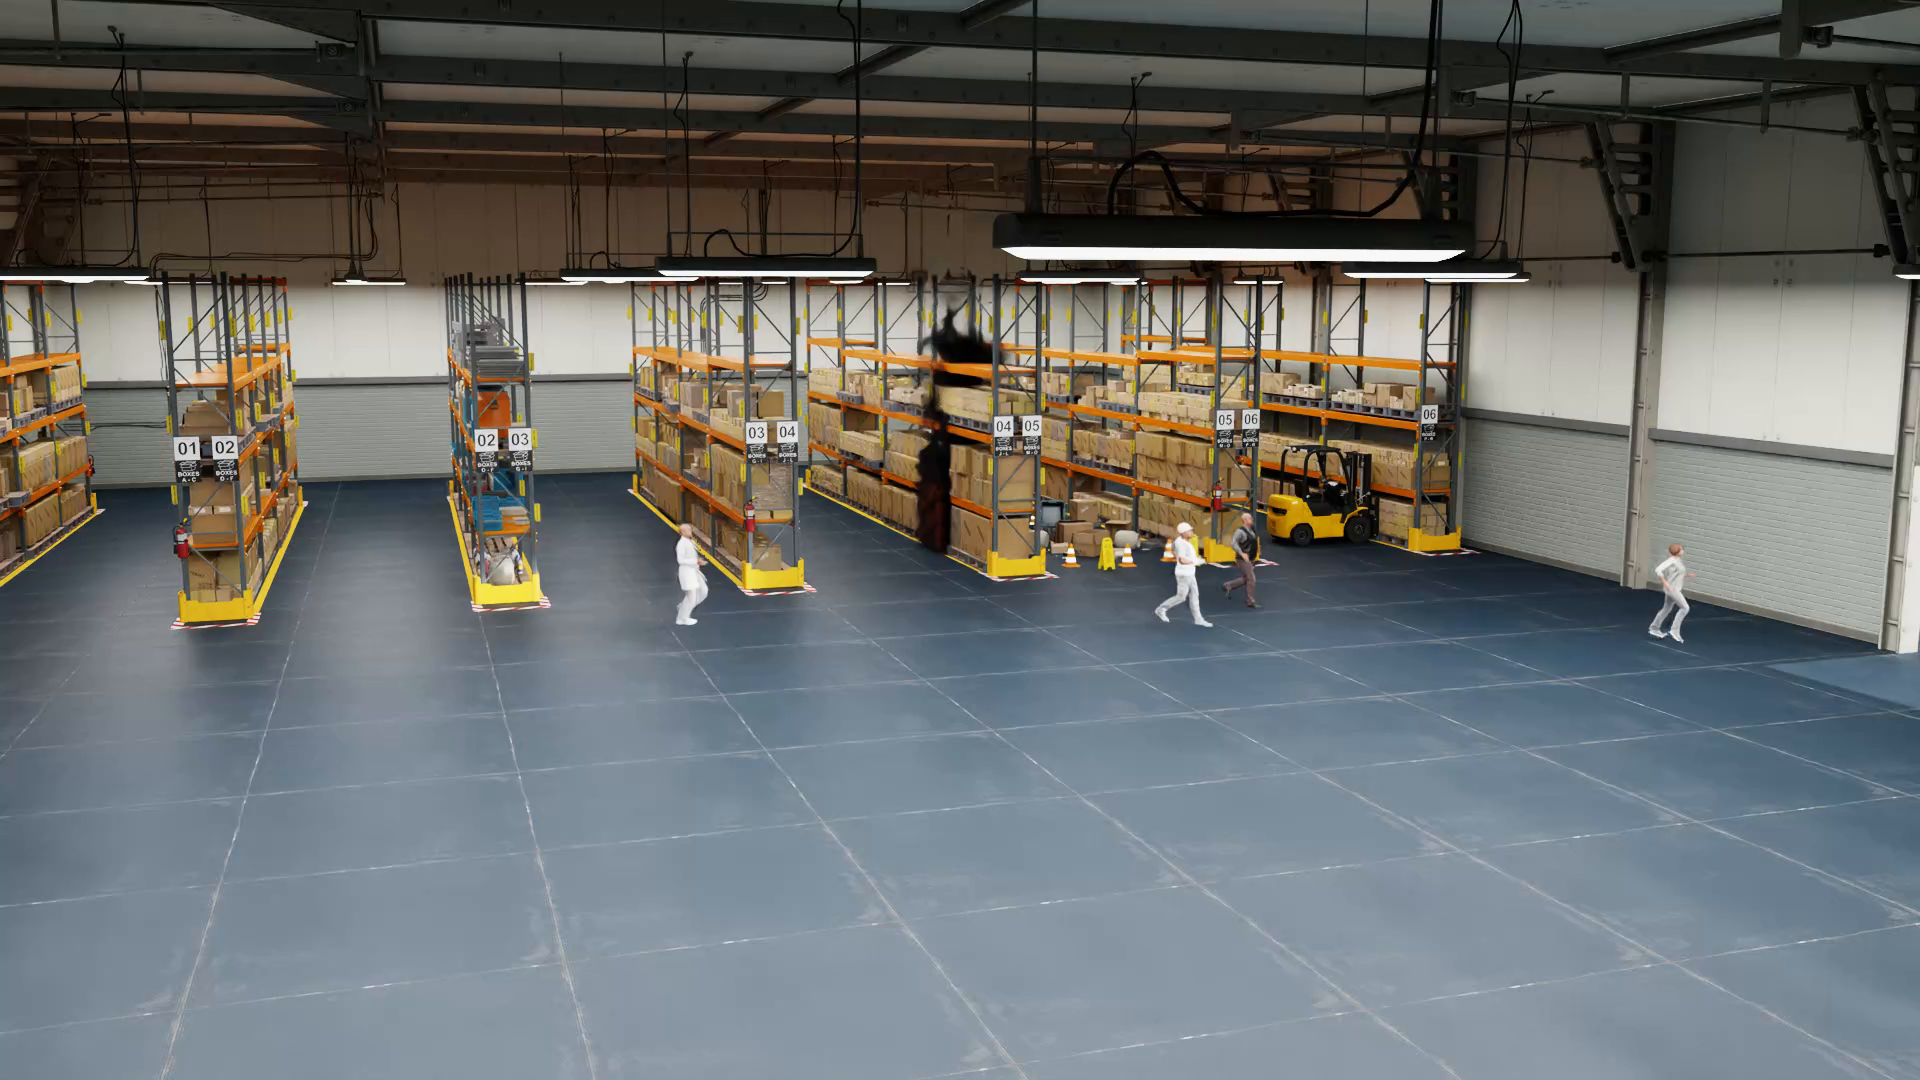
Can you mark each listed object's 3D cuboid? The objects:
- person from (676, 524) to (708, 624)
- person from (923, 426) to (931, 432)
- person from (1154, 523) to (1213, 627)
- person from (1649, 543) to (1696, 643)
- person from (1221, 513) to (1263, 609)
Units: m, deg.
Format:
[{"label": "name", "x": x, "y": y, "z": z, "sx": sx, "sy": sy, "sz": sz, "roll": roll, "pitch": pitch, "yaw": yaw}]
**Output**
[{"label": "person", "x": -4.564, "y": 0.581, "z": 28.415, "sx": 0.636, "sy": 1.738, "sz": 0.698, "roll": 2, "pitch": 9, "yaw": 10}, {"label": "person", "x": -1.059, "y": -2.812, "z": 50.918, "sx": 0.710, "sy": 1.715, "sz": 0.731, "roll": -2, "pitch": 9, "yaw": -10}, {"label": "person", "x": 3.796, "y": 0.590, "z": 28.139, "sx": 0.984, "sy": 1.781, "sz": 0.684, "roll": 2, "pitch": 9, "yaw": 14}, {"label": "person", "x": 11.640, "y": 0.851, "z": 27.152, "sx": 0.663, "sy": 1.621, "sz": 0.515, "roll": 5, "pitch": 10, "yaw": 28}, {"label": "person", "x": 5.097, "y": 0.356, "z": 29.953, "sx": 0.840, "sy": 1.717, "sz": 0.658, "roll": 6, "pitch": 10, "yaw": 34}]
